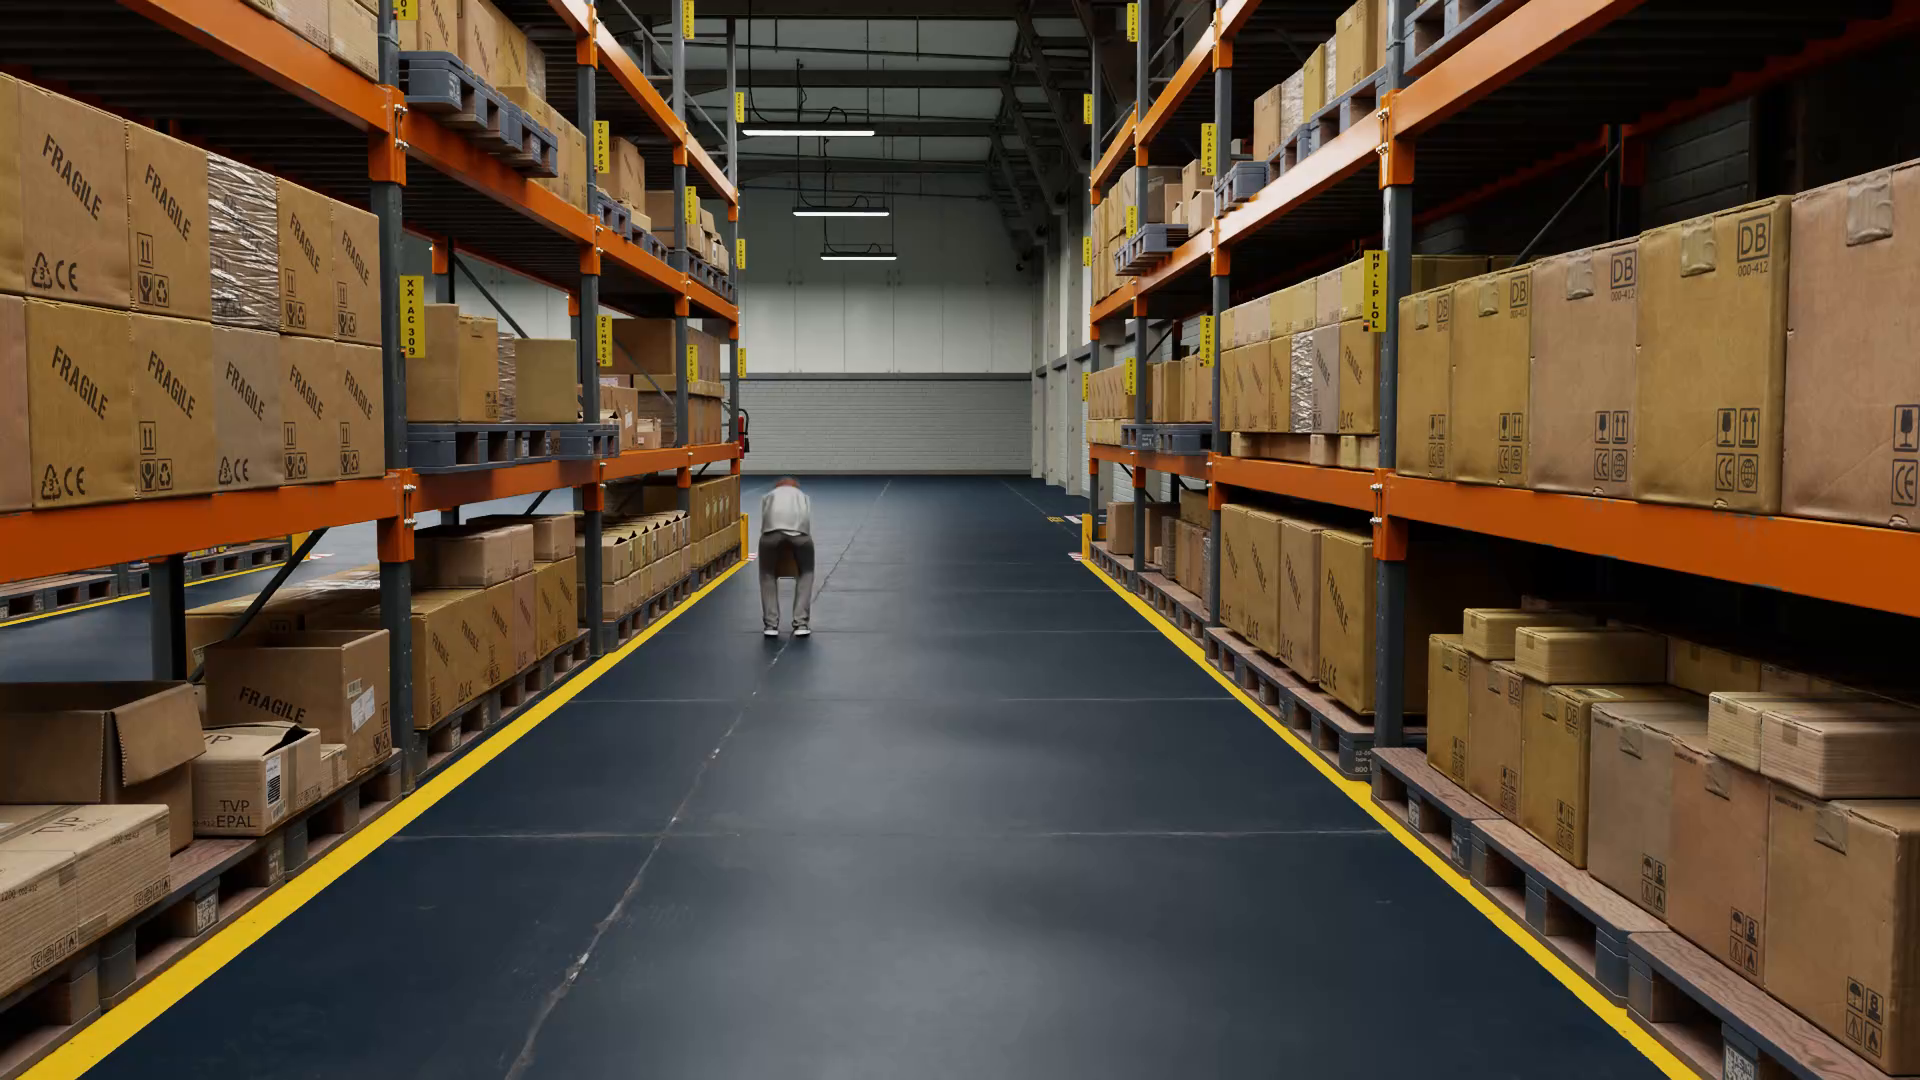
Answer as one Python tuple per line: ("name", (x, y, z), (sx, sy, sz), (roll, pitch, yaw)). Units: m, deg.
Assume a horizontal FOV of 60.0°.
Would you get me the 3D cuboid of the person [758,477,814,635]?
("person", (-1.253, 0.116, 12.057), (0.401, 1.116, 0.842), (0, 4, -4))
